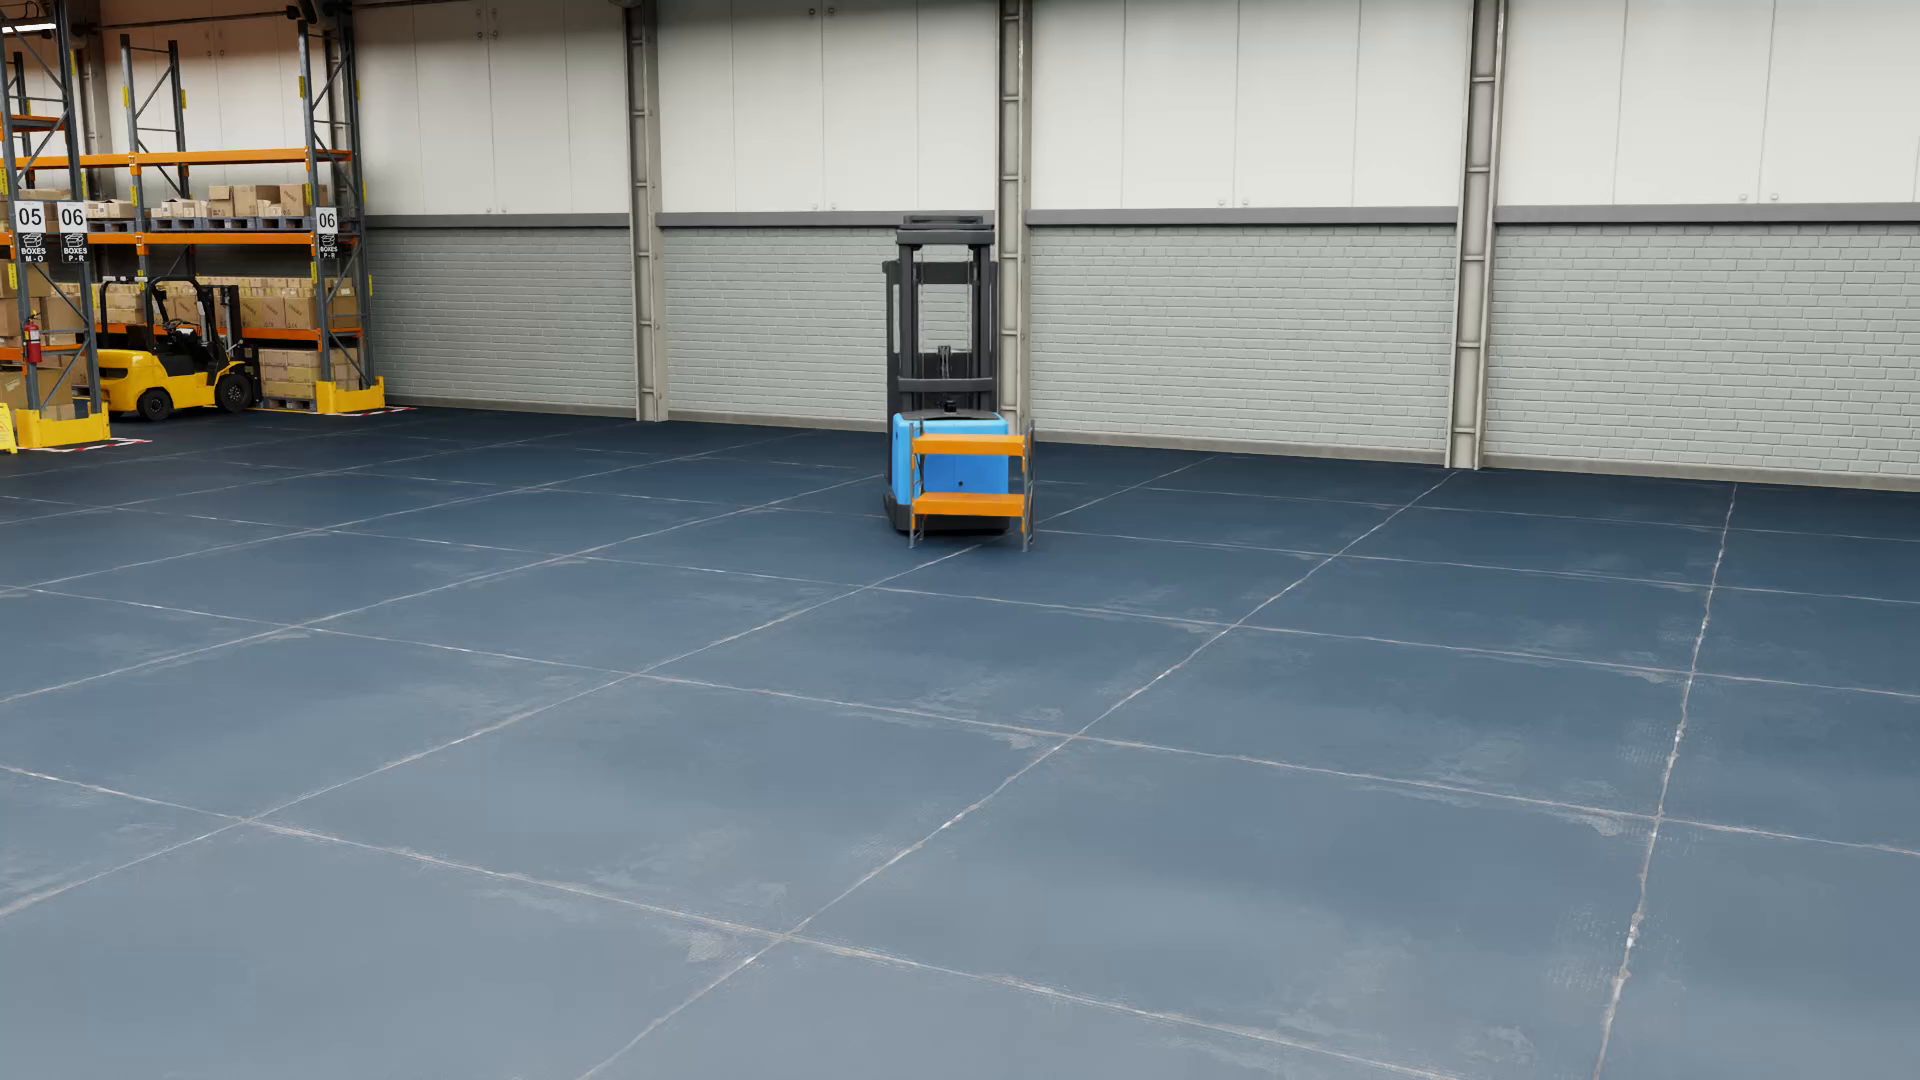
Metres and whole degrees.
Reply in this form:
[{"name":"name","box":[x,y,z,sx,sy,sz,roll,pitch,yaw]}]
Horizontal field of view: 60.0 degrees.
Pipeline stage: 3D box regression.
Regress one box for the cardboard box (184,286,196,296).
[{"name":"cardboard box","box":[-12.582,-4.125,27.496,0.250,0.149,0.380,5,12,27]}]

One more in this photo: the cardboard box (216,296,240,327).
[{"name":"cardboard box","box":[-11.766,-3.742,27.205,0.500,0.500,0.500,5,11,26]}]

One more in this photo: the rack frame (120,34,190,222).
[{"name":"rack frame","box":[-13.419,-6.843,27.772,0.127,3.000,1.000,5,11,26]}]

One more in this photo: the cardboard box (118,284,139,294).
[{"name":"cardboard box","box":[-14.063,-4.268,28.289,0.250,0.149,0.380,5,11,25]}]

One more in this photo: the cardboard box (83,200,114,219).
[{"name":"cardboard box","box":[-14.864,-5.658,28.435,0.500,0.311,0.500,5,11,24]}]

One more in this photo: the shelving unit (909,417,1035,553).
[{"name":"shelving unit","box":[0.114,-0.503,14.849,1.048,1.125,0.538,2,10,9]}]

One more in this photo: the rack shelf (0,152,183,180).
[{"name":"rack shelf","box":[-15.213,-6.450,28.743,4.000,0.370,1.077,5,11,26]}]

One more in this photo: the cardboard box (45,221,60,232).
[{"name":"cardboard box","box":[-12.179,-4.213,22.369,0.250,0.149,0.380,5,11,26]}]

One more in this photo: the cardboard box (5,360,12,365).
[{"name":"cardboard box","box":[-17.480,-3.182,30.228,0.500,0.500,0.500,5,12,27]}]

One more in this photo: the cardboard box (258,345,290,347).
[{"name":"cardboard box","box":[-11.529,-3.111,27.730,0.500,0.250,0.500,5,11,25]}]

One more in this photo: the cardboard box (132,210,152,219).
[{"name":"cardboard box","box":[-14.093,-5.597,28.558,0.250,0.149,0.380,5,11,26]}]

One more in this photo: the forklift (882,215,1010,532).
[{"name":"forklift","box":[-0.201,-1.735,16.586,1.130,2.935,3.031,-1,10,-6]}]

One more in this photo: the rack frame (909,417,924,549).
[{"name":"rack frame","box":[-0.387,-0.518,14.933,0.032,1.125,0.500,2,10,9]}]

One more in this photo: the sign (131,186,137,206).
[{"name":"sign","box":[-13.650,-5.689,27.482,0.005,0.325,0.100,5,11,26]}]

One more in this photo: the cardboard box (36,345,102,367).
[{"name":"cardboard box","box":[-15.863,-3.143,29.661,0.625,0.625,0.875,5,12,28]}]

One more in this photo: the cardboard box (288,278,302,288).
[{"name":"cardboard box","box":[-10.481,-4.100,26.522,0.250,0.149,0.380,5,11,26]}]

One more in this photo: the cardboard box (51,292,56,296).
[{"name":"cardboard box","box":[-15.806,-4.221,29.145,0.500,0.250,0.500,5,11,24]}]

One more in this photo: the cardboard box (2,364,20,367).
[{"name":"cardboard box","box":[-13.564,-2.196,23.378,0.500,0.500,0.500,5,12,27]}]

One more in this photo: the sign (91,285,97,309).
[{"name":"sign","box":[-11.785,-3.295,22.585,0.005,0.325,0.100,5,11,26]}]

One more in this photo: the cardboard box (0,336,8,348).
[{"name":"cardboard box","box":[-12.731,-2.657,22.192,0.250,0.149,0.380,5,11,25]}]

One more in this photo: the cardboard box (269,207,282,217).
[{"name":"cardboard box","box":[-10.709,-5.201,26.367,0.250,0.149,0.380,5,11,24]}]

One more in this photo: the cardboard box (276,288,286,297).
[{"name":"cardboard box","box":[-10.715,-3.972,26.654,0.250,0.149,0.380,5,12,27]}]

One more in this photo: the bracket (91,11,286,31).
[{"name":"bracket","box":[-12.897,-8.677,27.798,4.783,0.066,0.076,5,11,26]}]

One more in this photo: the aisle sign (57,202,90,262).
[{"name":"aisle sign","box":[-11.832,-4.107,22.198,0.004,0.787,0.394,5,11,26]}]

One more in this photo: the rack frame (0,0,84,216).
[{"name":"rack frame","box":[-12.025,-5.735,21.649,0.127,3.000,1.000,5,11,26]}]

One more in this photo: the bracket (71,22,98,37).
[{"name":"bracket","box":[-15.223,-8.881,28.927,0.430,0.232,0.235,5,11,26]}]

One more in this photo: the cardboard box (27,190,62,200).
[{"name":"cardboard box","box":[-12.253,-4.588,22.202,0.250,0.149,0.380,5,11,25]}]

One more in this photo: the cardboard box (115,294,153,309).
[{"name":"cardboard box","box":[-13.972,-4.061,28.264,0.500,0.250,0.500,5,11,25]}]

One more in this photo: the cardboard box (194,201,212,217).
[{"name":"cardboard box","box":[-12.222,-5.391,27.091,0.258,0.266,0.396,5,11,24]}]

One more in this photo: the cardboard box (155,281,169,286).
[{"name":"cardboard box","box":[-13.264,-4.333,27.813,0.250,0.149,0.380,5,12,27]}]

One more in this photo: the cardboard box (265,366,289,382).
[{"name":"cardboard box","box":[-10.852,-2.705,26.892,0.500,0.250,0.500,5,11,25]}]

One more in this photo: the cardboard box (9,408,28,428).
[{"name":"cardboard box","box":[-12.890,-1.659,22.516,0.500,0.250,0.500,5,11,26]}]

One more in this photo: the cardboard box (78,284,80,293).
[{"name":"cardboard box","box":[-14.983,-4.347,28.723,0.250,0.149,0.380,5,11,26]}]

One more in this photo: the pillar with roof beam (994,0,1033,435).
[{"name":"pillar with roof beam","box":[-1.201,-5.093,18.105,0.400,9.000,9.100,5,11,26]}]

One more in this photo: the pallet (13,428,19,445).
[{"name":"pallet","box":[-12.806,-1.486,22.849,1.213,0.211,1.003,5,11,26]}]

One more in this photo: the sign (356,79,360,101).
[{"name":"sign","box":[-9.581,-7.154,26.420,0.005,0.325,0.100,5,11,26]}]

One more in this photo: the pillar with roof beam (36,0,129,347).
[{"name":"pillar with roof beam","box":[-17.343,-6.512,25.943,0.548,9.000,9.100,5,11,26]}]

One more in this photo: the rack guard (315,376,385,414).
[{"name":"rack guard","box":[-9.810,-2.344,26.777,0.348,0.500,1.175,5,11,26]}]

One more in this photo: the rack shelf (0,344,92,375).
[{"name":"rack shelf","box":[-13.818,-2.586,23.118,4.000,0.370,1.077,5,11,26]}]

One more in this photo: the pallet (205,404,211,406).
[{"name":"pallet","box":[-12.724,-2.450,28.172,1.213,0.211,1.003,5,11,26]}]

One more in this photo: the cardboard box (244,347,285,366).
[{"name":"cardboard box","box":[-11.300,-2.985,27.037,0.500,0.250,0.500,5,11,27]}]

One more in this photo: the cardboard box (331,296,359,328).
[{"name":"cardboard box","box":[-10.153,-3.708,27.017,0.500,0.500,0.500,5,12,28]}]

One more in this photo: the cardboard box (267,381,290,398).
[{"name":"cardboard box","box":[-10.835,-2.457,26.923,0.500,0.250,0.500,5,11,26]}]

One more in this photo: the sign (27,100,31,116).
[{"name":"sign","box":[-16.764,-7.785,29.908,0.005,0.325,0.100,5,11,26]}]

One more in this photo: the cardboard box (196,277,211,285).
[{"name":"cardboard box","box":[-12.327,-4.256,27.384,0.250,0.149,0.380,5,11,25]}]

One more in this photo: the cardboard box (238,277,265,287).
[{"name":"cardboard box","box":[-11.435,-4.170,26.909,0.250,0.149,0.380,5,12,27]}]
